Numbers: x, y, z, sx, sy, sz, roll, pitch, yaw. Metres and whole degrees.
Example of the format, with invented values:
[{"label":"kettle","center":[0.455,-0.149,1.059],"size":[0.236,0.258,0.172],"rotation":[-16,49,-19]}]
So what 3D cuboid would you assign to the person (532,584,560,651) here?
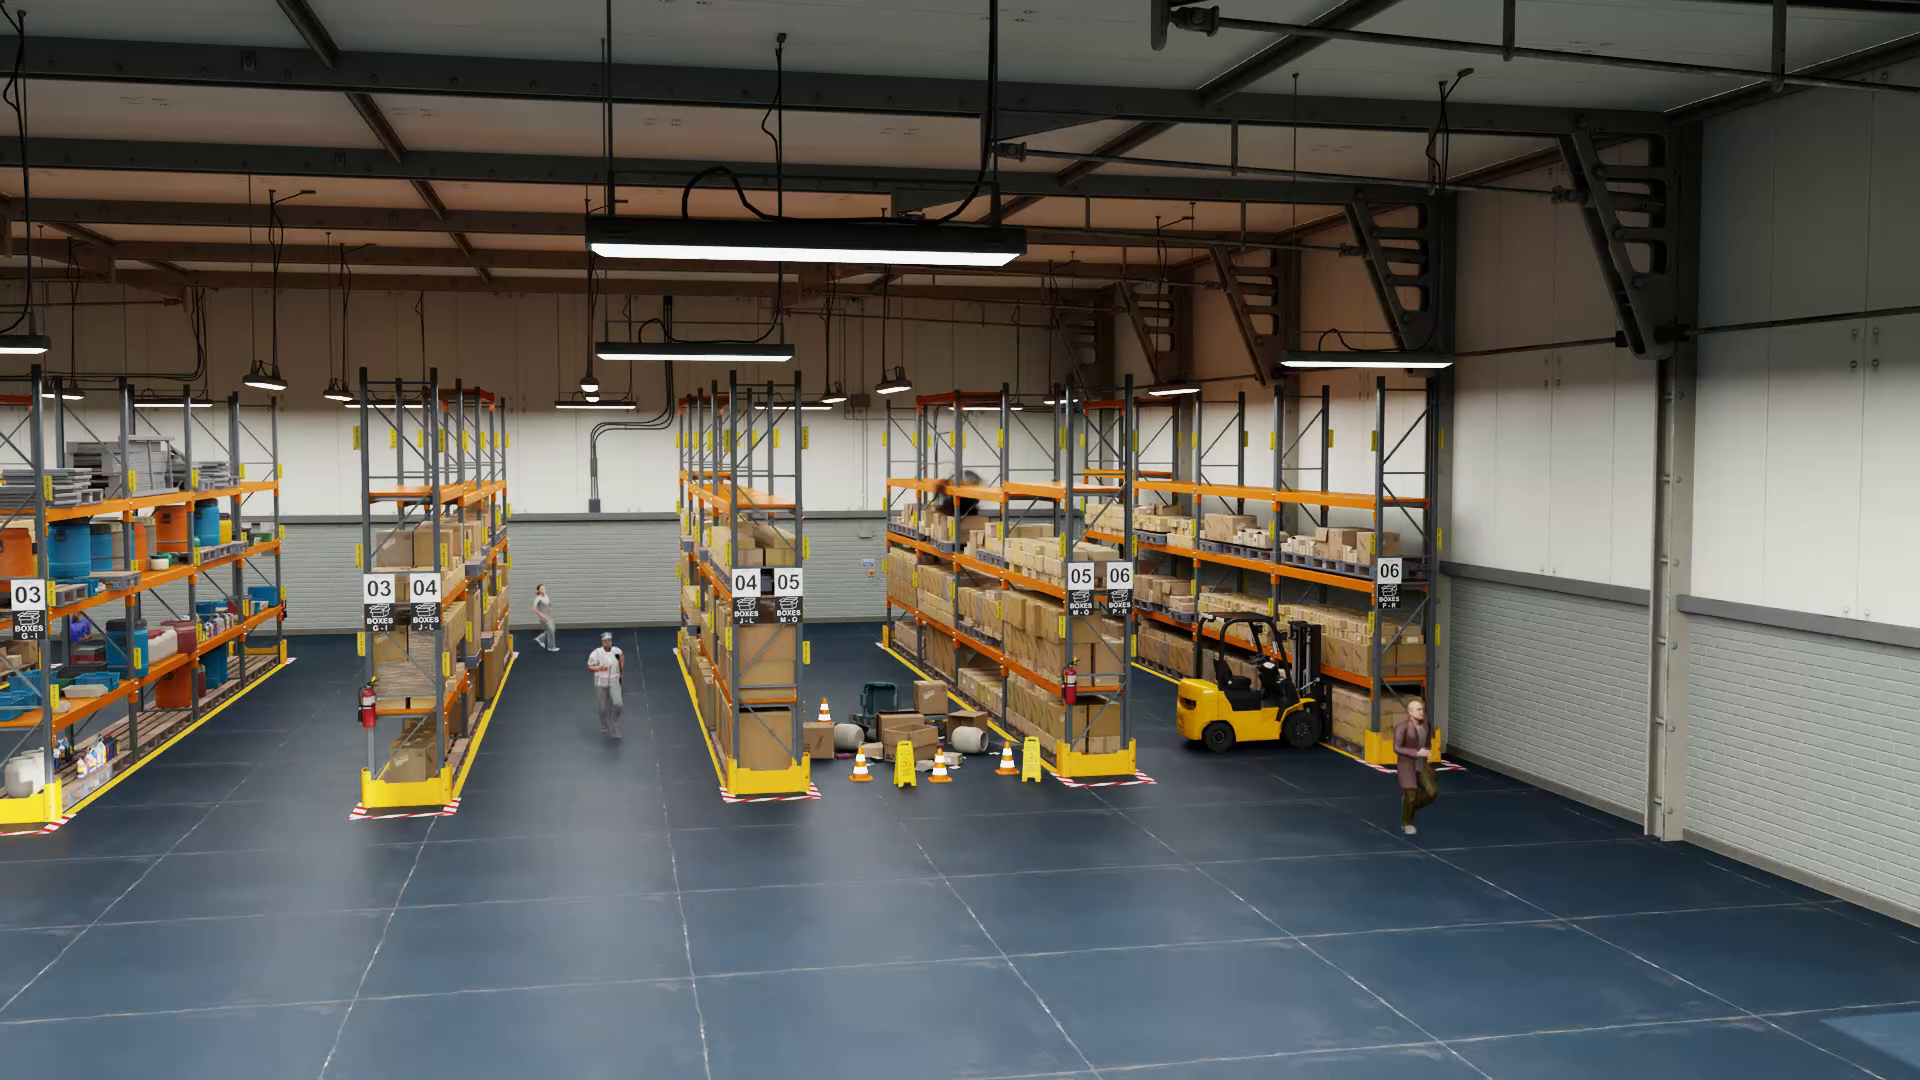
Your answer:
[{"label":"person","center":[-9.899,1.844,39.485],"size":[0.640,1.610,0.616],"rotation":[1,4,22]}]

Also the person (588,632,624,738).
[{"label":"person","center":[-5.989,2.458,28.194],"size":[0.640,1.824,0.802],"rotation":[-1,4,-20]}]

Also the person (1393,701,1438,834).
[{"label":"person","center":[5.779,2.920,21.001],"size":[0.761,1.655,0.723],"rotation":[-2,4,-24]}]

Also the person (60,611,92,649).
[{"label":"person","center":[-17.807,2.194,33.496],"size":[0.588,1.621,0.824],"rotation":[-2,4,-25]}]
